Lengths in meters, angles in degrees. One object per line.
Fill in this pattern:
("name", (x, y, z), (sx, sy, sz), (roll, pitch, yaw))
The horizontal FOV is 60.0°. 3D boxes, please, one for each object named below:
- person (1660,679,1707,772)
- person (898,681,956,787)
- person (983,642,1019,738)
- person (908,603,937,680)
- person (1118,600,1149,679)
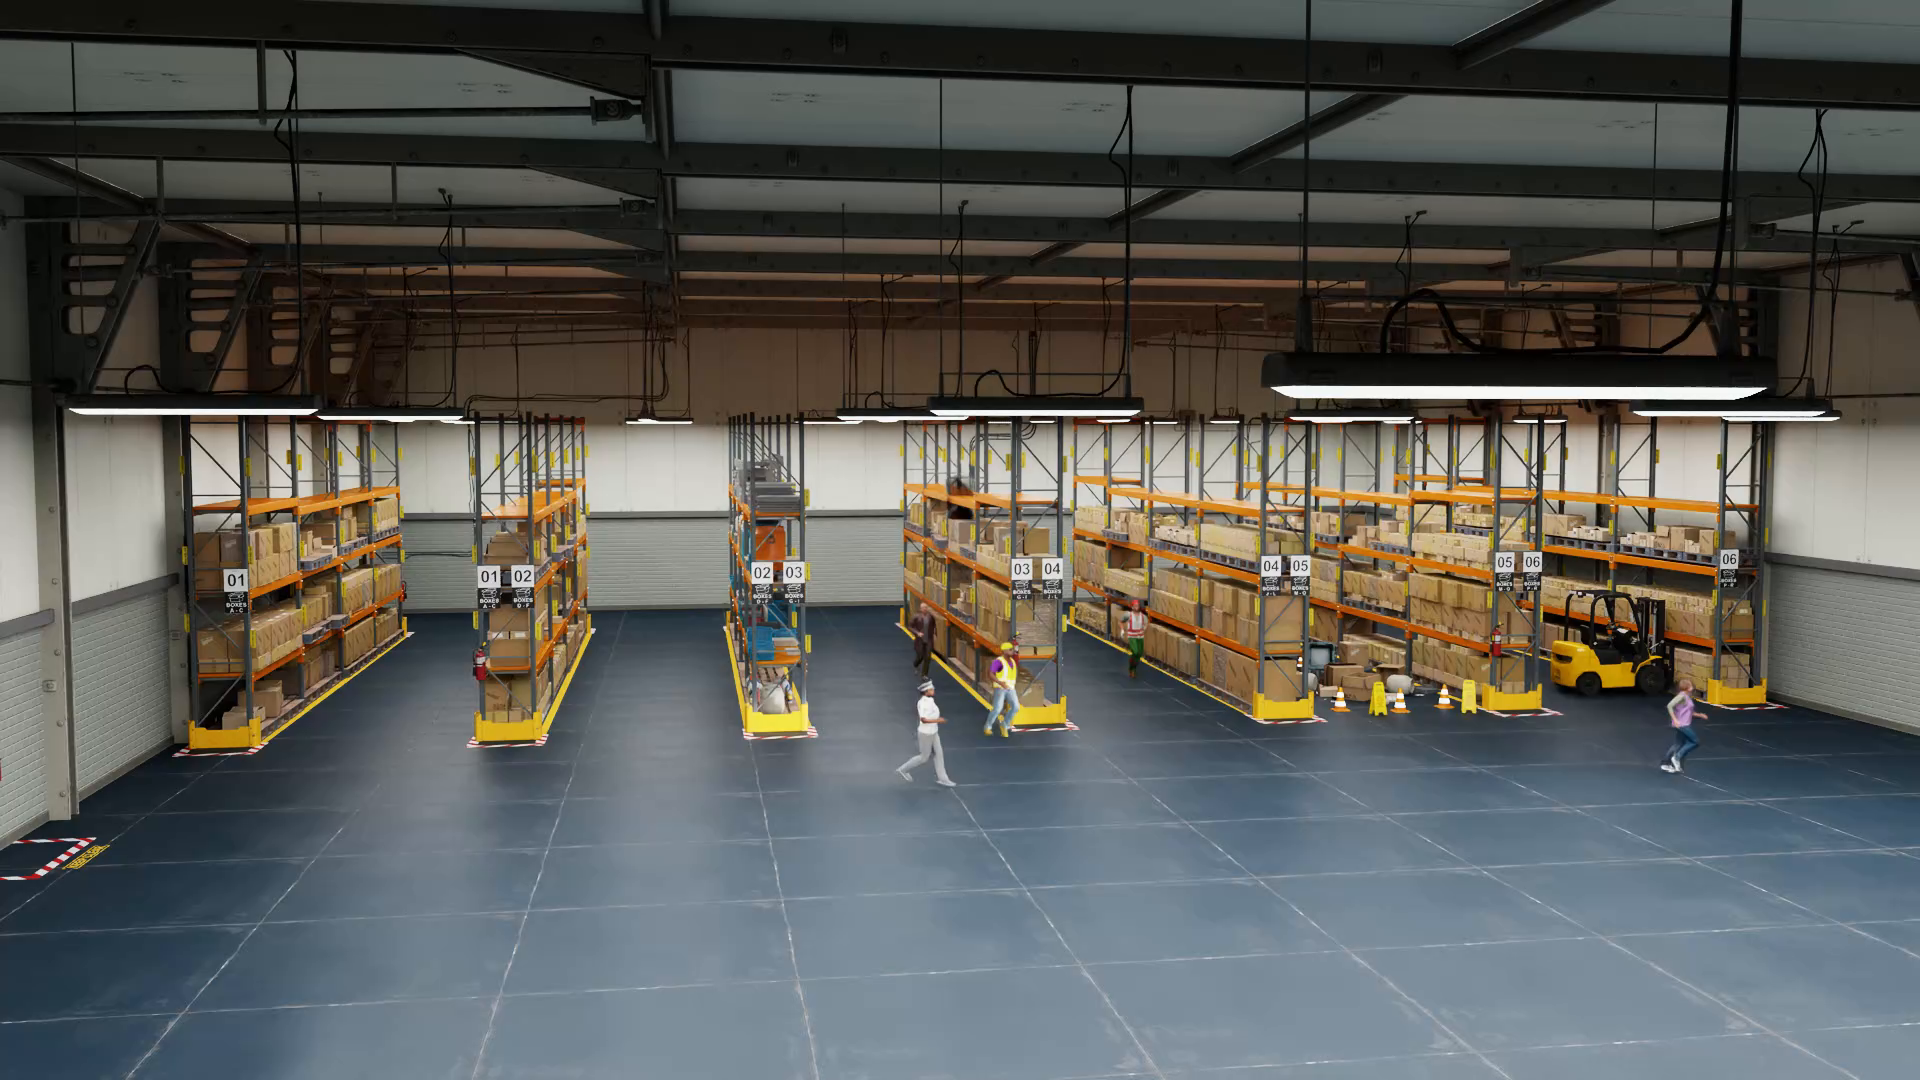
("person", (11.929, 3.063, 27.400), (0.699, 1.560, 0.505), (2, 4, 29))
("person", (-0.520, 3.067, 26.364), (0.923, 1.699, 0.579), (1, 4, 12))
("person", (0.837, 2.774, 30.777), (0.765, 1.758, 0.653), (-3, 5, -40))
("person", (-0.838, 2.289, 37.686), (0.709, 1.737, 0.757), (-1, 4, -19))
("person", (4.000, 2.255, 37.868), (0.641, 1.792, 0.709), (-1, 4, -18))
